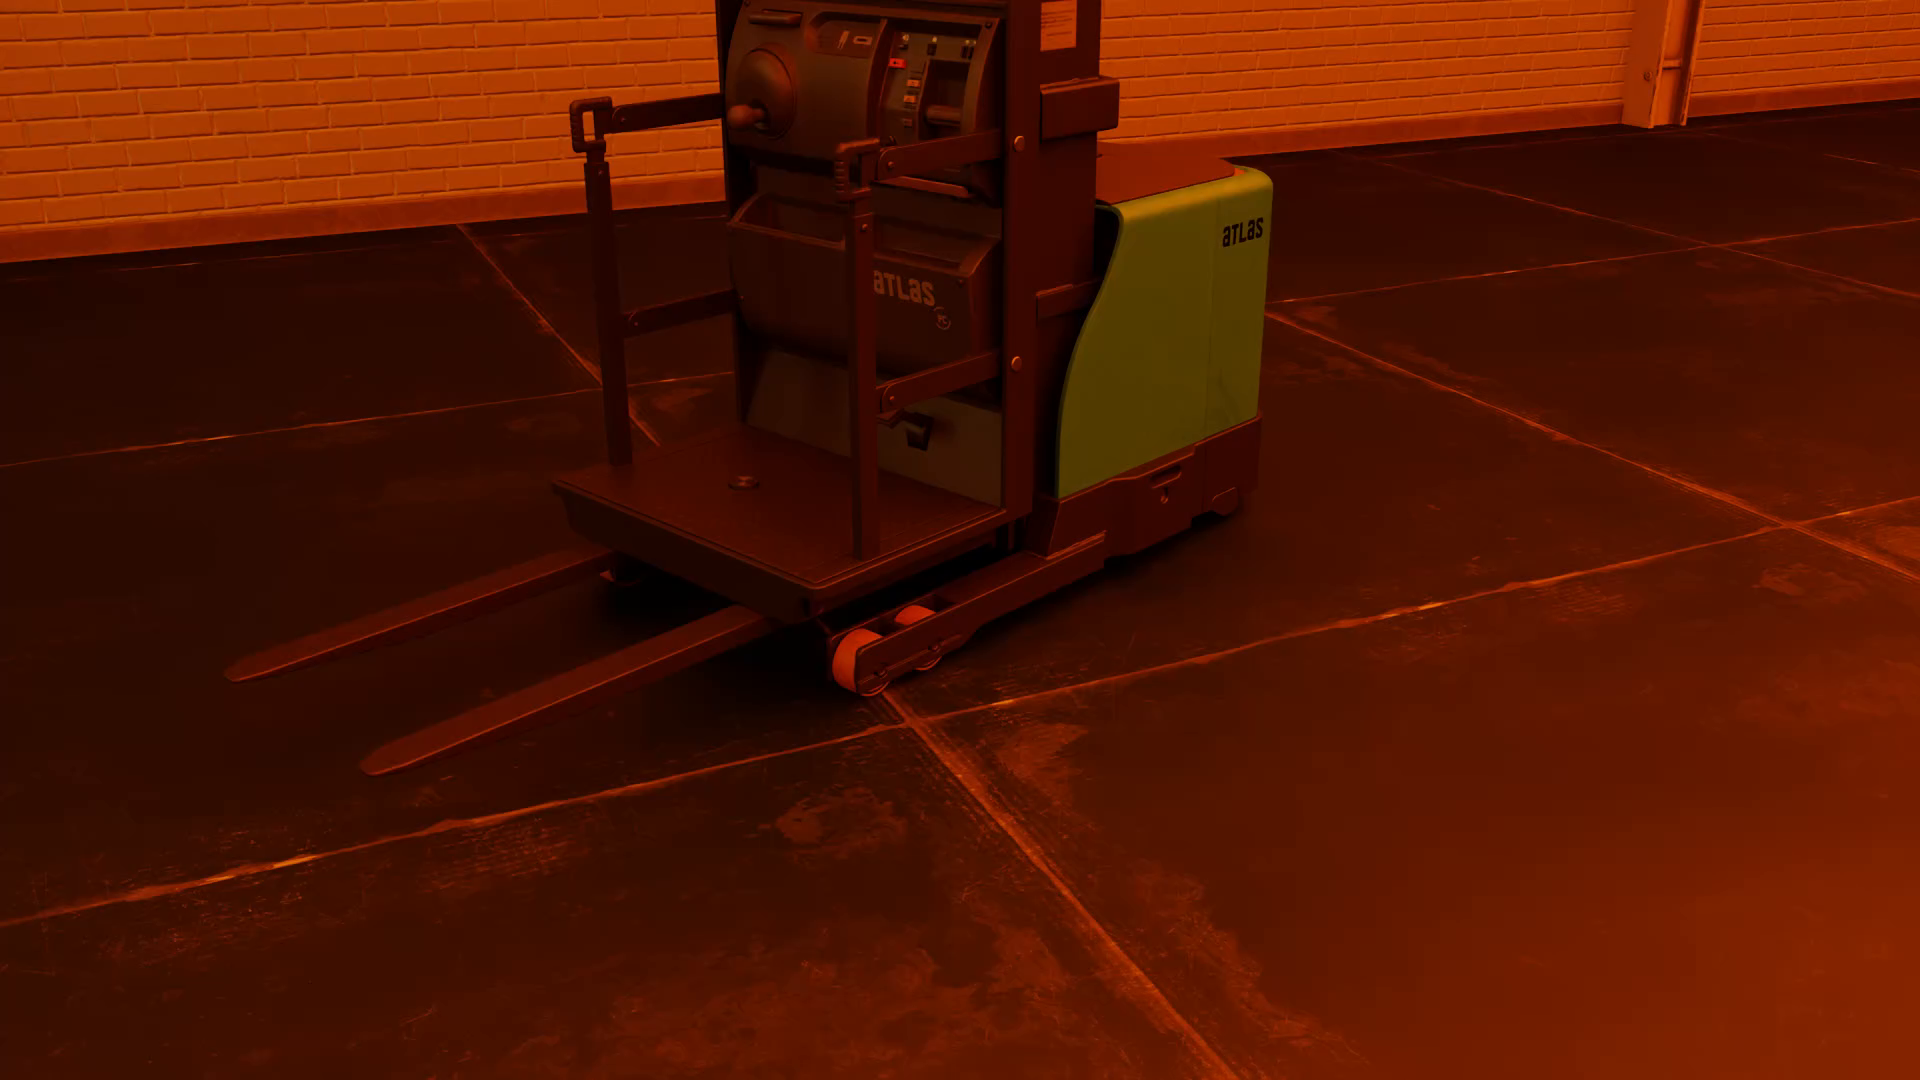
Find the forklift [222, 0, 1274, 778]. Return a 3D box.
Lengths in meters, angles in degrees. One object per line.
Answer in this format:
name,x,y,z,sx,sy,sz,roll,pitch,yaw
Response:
forklift,-0.413,-1.182,4.131,1.130,2.935,3.031,19,29,39
